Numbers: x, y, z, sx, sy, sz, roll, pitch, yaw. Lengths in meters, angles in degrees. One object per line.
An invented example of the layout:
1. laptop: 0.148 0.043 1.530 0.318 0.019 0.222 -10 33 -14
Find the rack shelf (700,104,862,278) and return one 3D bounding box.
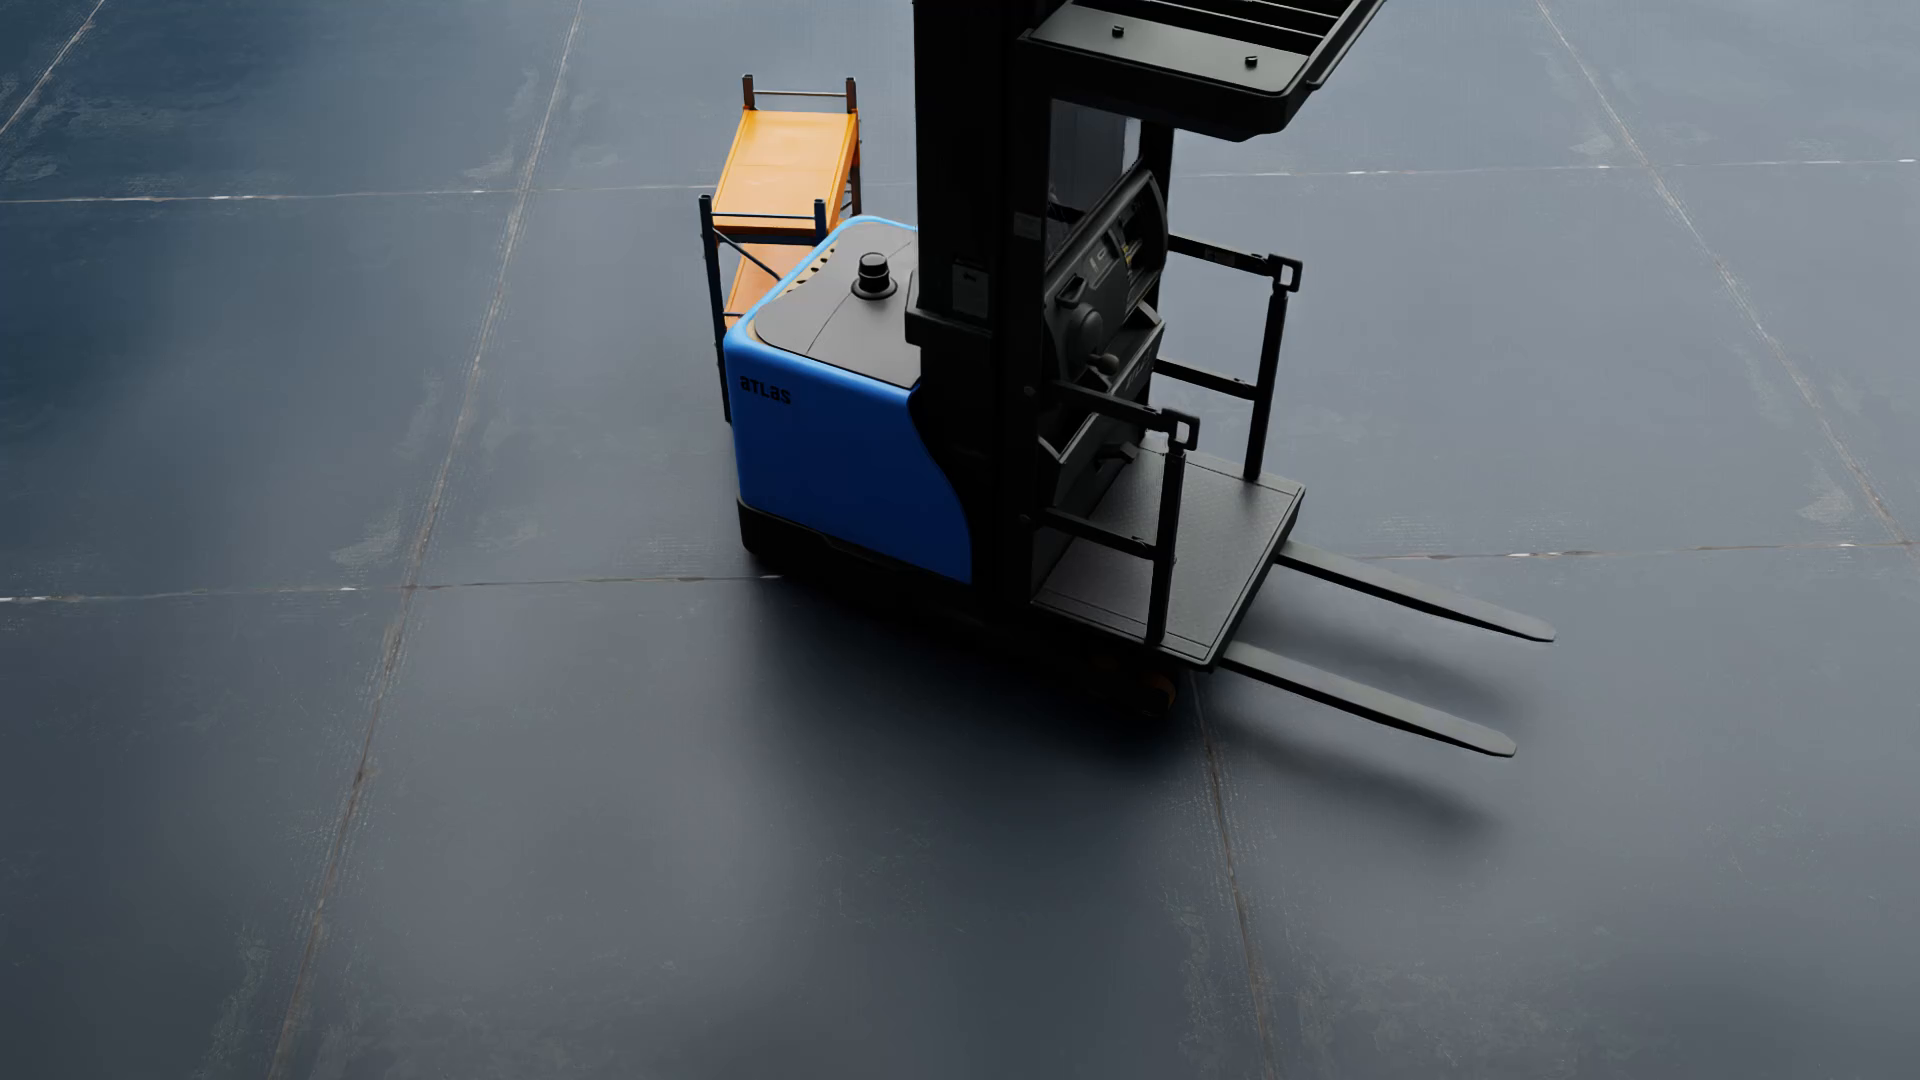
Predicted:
1. rack shelf: -0.744 -1.489 7.109 0.538 0.278 1.000 3 43 3

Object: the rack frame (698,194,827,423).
1. rack frame: -0.781 -0.931 6.933 0.500 1.125 0.032 3 43 3

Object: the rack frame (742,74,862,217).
1. rack frame: -0.707 -1.616 7.681 0.500 1.125 0.032 3 43 3

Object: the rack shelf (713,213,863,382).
1. rack shelf: -0.744 -1.093 7.472 0.538 0.278 1.000 3 43 3

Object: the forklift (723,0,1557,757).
1. forklift: 0.676 -0.852 5.510 3.031 2.935 1.130 19 46 20

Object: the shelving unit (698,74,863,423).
1. shelving unit: -0.744 -1.273 7.307 0.538 1.125 1.048 3 43 3
